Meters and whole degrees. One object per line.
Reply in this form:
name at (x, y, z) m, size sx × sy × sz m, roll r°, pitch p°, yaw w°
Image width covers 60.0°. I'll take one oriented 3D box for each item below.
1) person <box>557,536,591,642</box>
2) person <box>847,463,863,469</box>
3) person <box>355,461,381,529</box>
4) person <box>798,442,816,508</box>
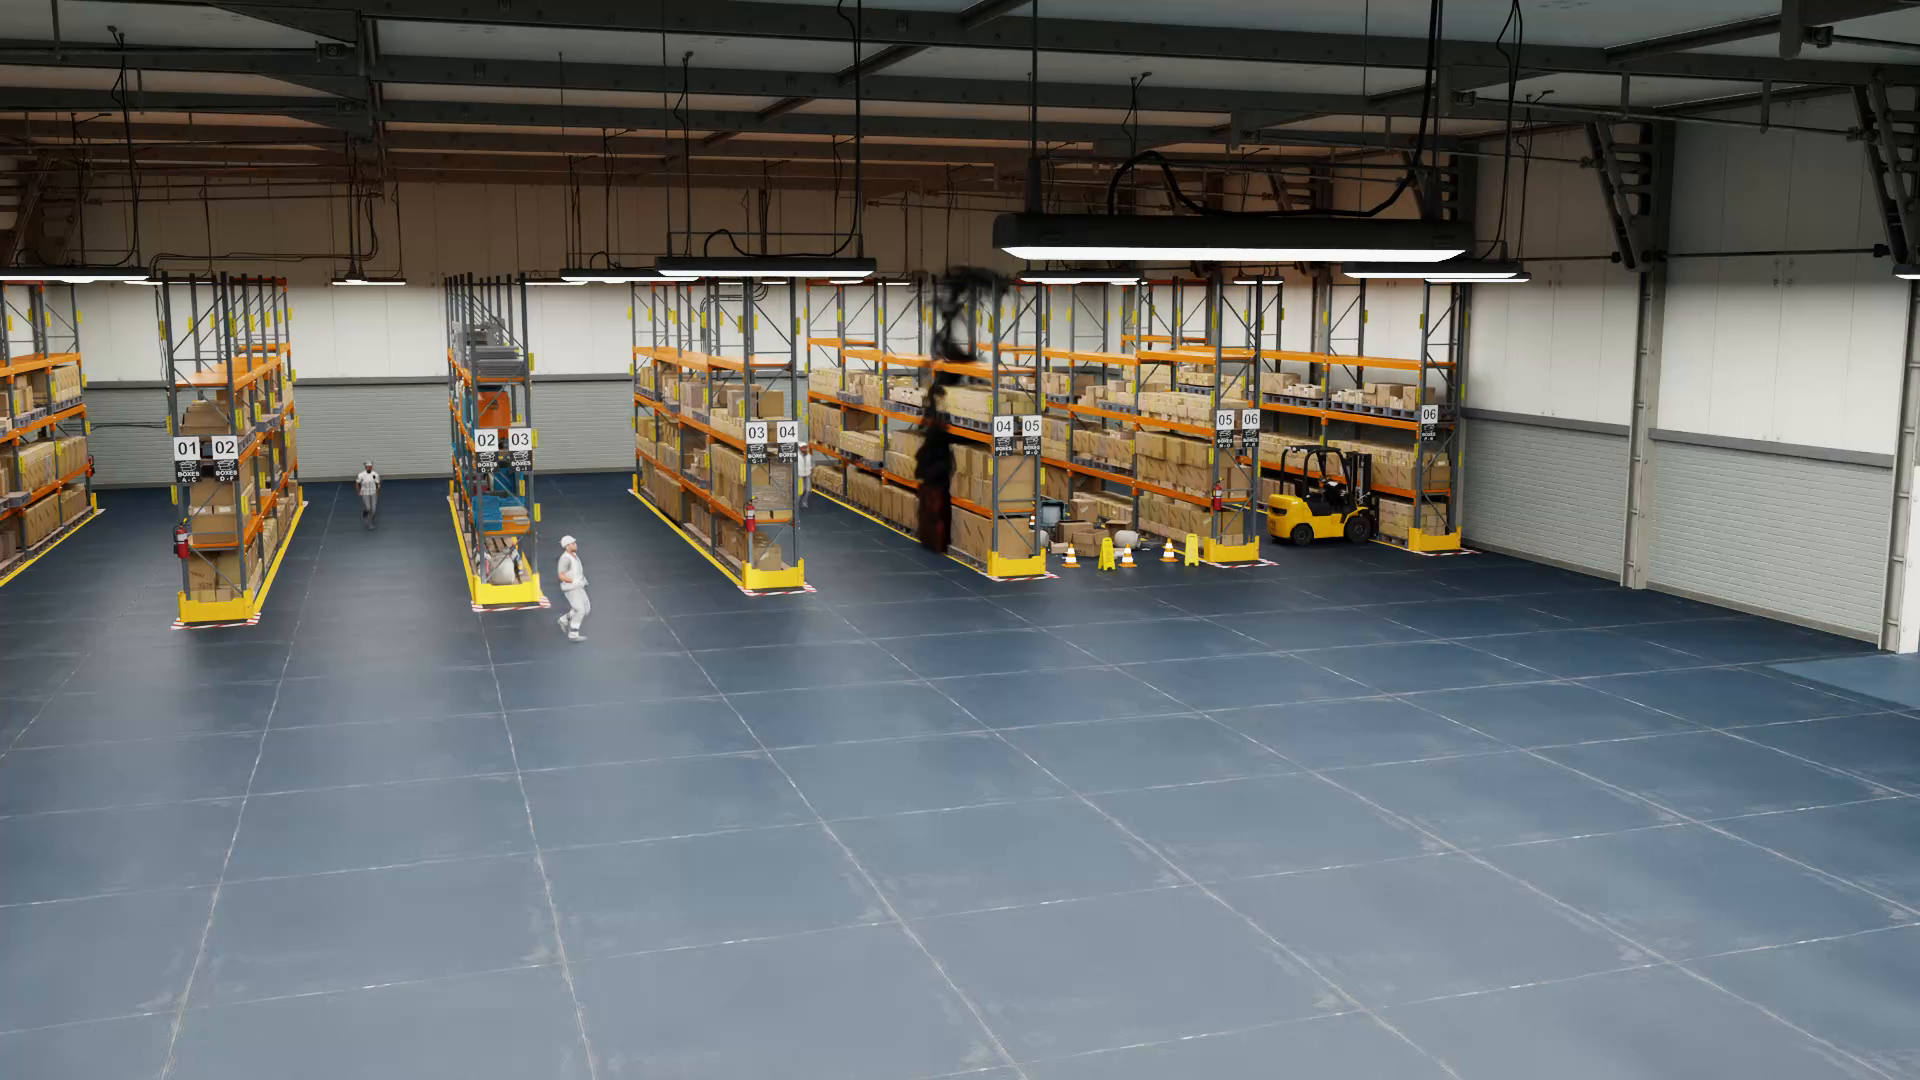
person at (-6.312, 0.792, 27.082) m, size 0.615 × 1.738 × 0.652 m, roll 1°, pitch 9°, yaw 6°
person at (-3.162, -2.684, 50.171) m, size 0.562 × 1.730 × 0.724 m, roll -2°, pitch 9°, yaw -16°
person at (-14.137, -1.081, 39.800) m, size 0.558 × 1.646 × 0.589 m, roll -5°, pitch 10°, yaw -30°
person at (-4.100, -1.709, 43.737) m, size 0.673 × 1.726 × 0.573 m, roll -3°, pitch 9°, yaw -19°
